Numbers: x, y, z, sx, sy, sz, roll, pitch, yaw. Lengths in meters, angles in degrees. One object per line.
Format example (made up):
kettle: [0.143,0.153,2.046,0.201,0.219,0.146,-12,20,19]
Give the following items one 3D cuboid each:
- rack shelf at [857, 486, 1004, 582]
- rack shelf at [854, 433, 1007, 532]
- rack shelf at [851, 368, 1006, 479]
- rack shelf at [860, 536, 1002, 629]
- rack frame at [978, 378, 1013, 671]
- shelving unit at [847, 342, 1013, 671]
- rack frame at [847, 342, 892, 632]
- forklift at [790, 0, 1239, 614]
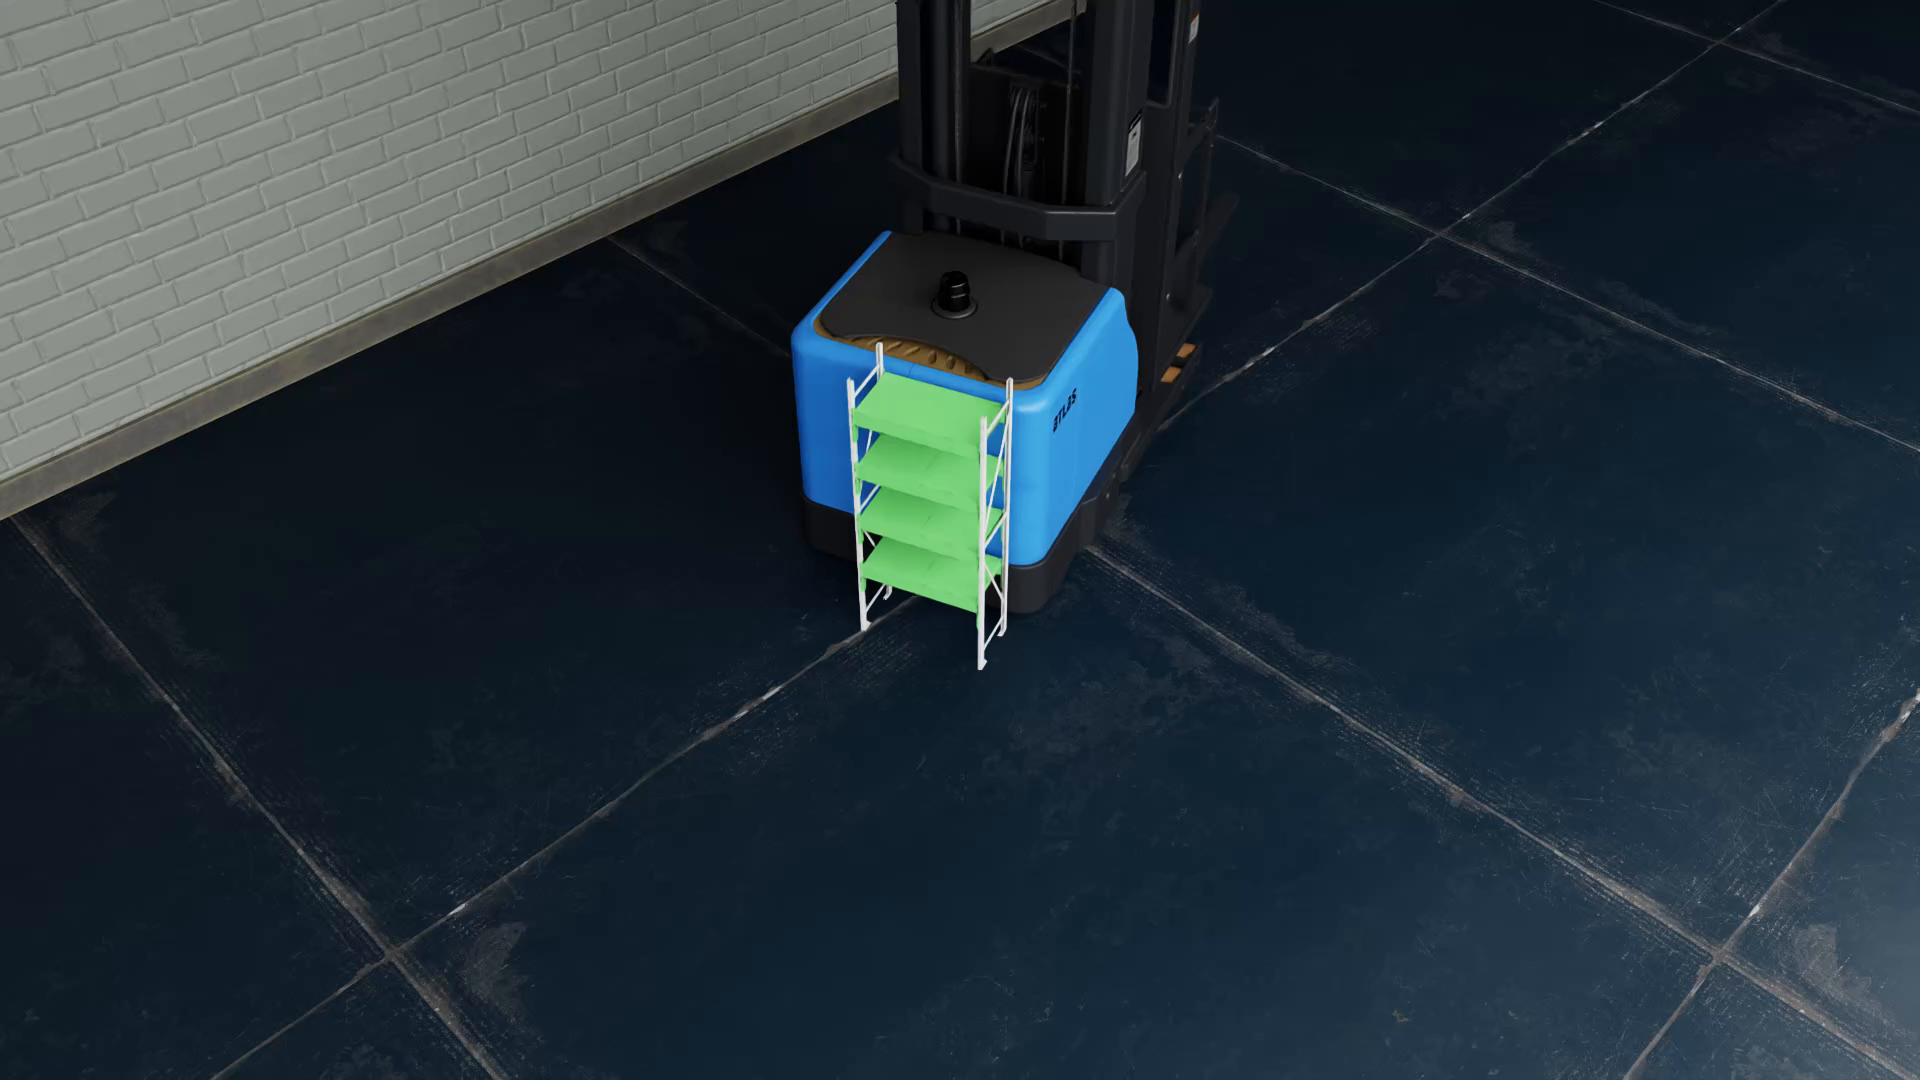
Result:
rack shelf: [-0.100,-0.049,6.013,0.480,0.148,0.258,17,45,18]
rack shelf: [-0.100,-0.225,5.850,0.480,0.148,0.258,17,45,18]
rack shelf: [-0.100,-0.401,5.687,0.480,0.148,0.258,17,45,18]
rack shelf: [-0.100,0.128,6.176,0.480,0.148,0.258,17,45,18]
rack frame: [0.122,-0.027,5.896,0.015,1.200,0.240,17,45,18]
shelving unit: [-0.100,-0.096,5.969,0.503,1.200,0.258,17,45,18]
rack frame: [-0.323,-0.164,6.043,0.015,1.200,0.240,17,45,18]
forklift: [0.447,-1.800,6.538,1.130,2.935,3.031,17,46,18]
